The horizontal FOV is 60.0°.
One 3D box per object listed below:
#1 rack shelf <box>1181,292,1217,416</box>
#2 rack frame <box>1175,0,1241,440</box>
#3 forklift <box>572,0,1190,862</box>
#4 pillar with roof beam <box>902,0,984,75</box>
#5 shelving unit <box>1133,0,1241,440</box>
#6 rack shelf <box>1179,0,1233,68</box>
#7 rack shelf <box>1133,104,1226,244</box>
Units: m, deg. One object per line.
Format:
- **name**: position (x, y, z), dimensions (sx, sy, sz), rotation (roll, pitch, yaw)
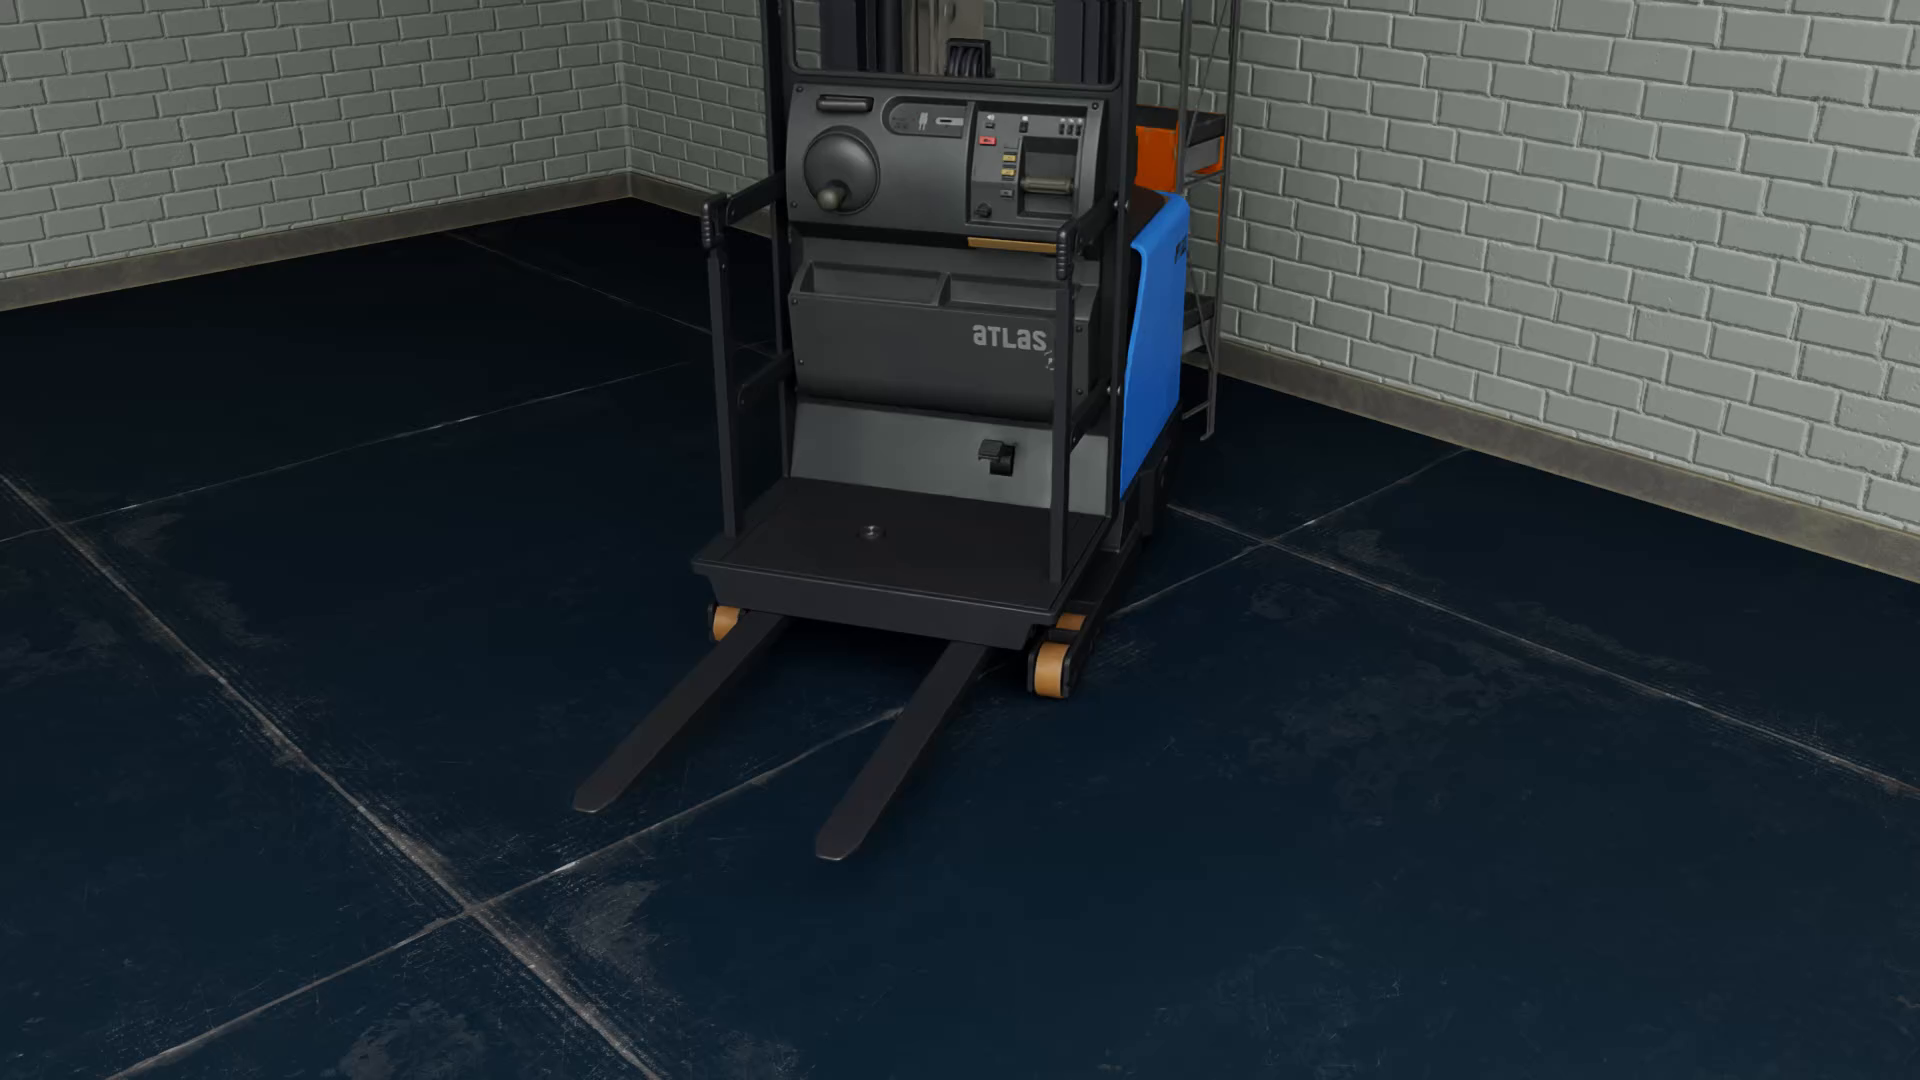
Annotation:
- **rack shelf**: position (0.697, -0.726, 6.528), dimensions (0.480, 0.518, 0.431), rotation (16, 29, 32)
- **rack frame**: position (0.892, -1.318, 6.103), dimensions (0.015, 2.100, 0.400), rotation (16, 29, 32)
- **forklift**: position (-0.117, -1.065, 4.552), dimensions (1.130, 2.935, 3.031), rotation (8, 26, 16)
- **pillar with roof beam**: position (-3.273, -4.107, 3.911), dimensions (9.100, 9.000, 0.400), rotation (-21, 32, -38)
- **shelving unit**: position (0.694, -1.376, 6.233), dimensions (0.503, 2.100, 0.431), rotation (16, 29, 32)
- **rack shelf**: position (0.691, -2.001, 5.950), dimensions (0.480, 0.518, 0.431), rotation (16, 29, 32)
- **rack shelf**: position (0.694, -1.364, 6.239), dimensions (0.480, 0.518, 0.431), rotation (16, 29, 32)
